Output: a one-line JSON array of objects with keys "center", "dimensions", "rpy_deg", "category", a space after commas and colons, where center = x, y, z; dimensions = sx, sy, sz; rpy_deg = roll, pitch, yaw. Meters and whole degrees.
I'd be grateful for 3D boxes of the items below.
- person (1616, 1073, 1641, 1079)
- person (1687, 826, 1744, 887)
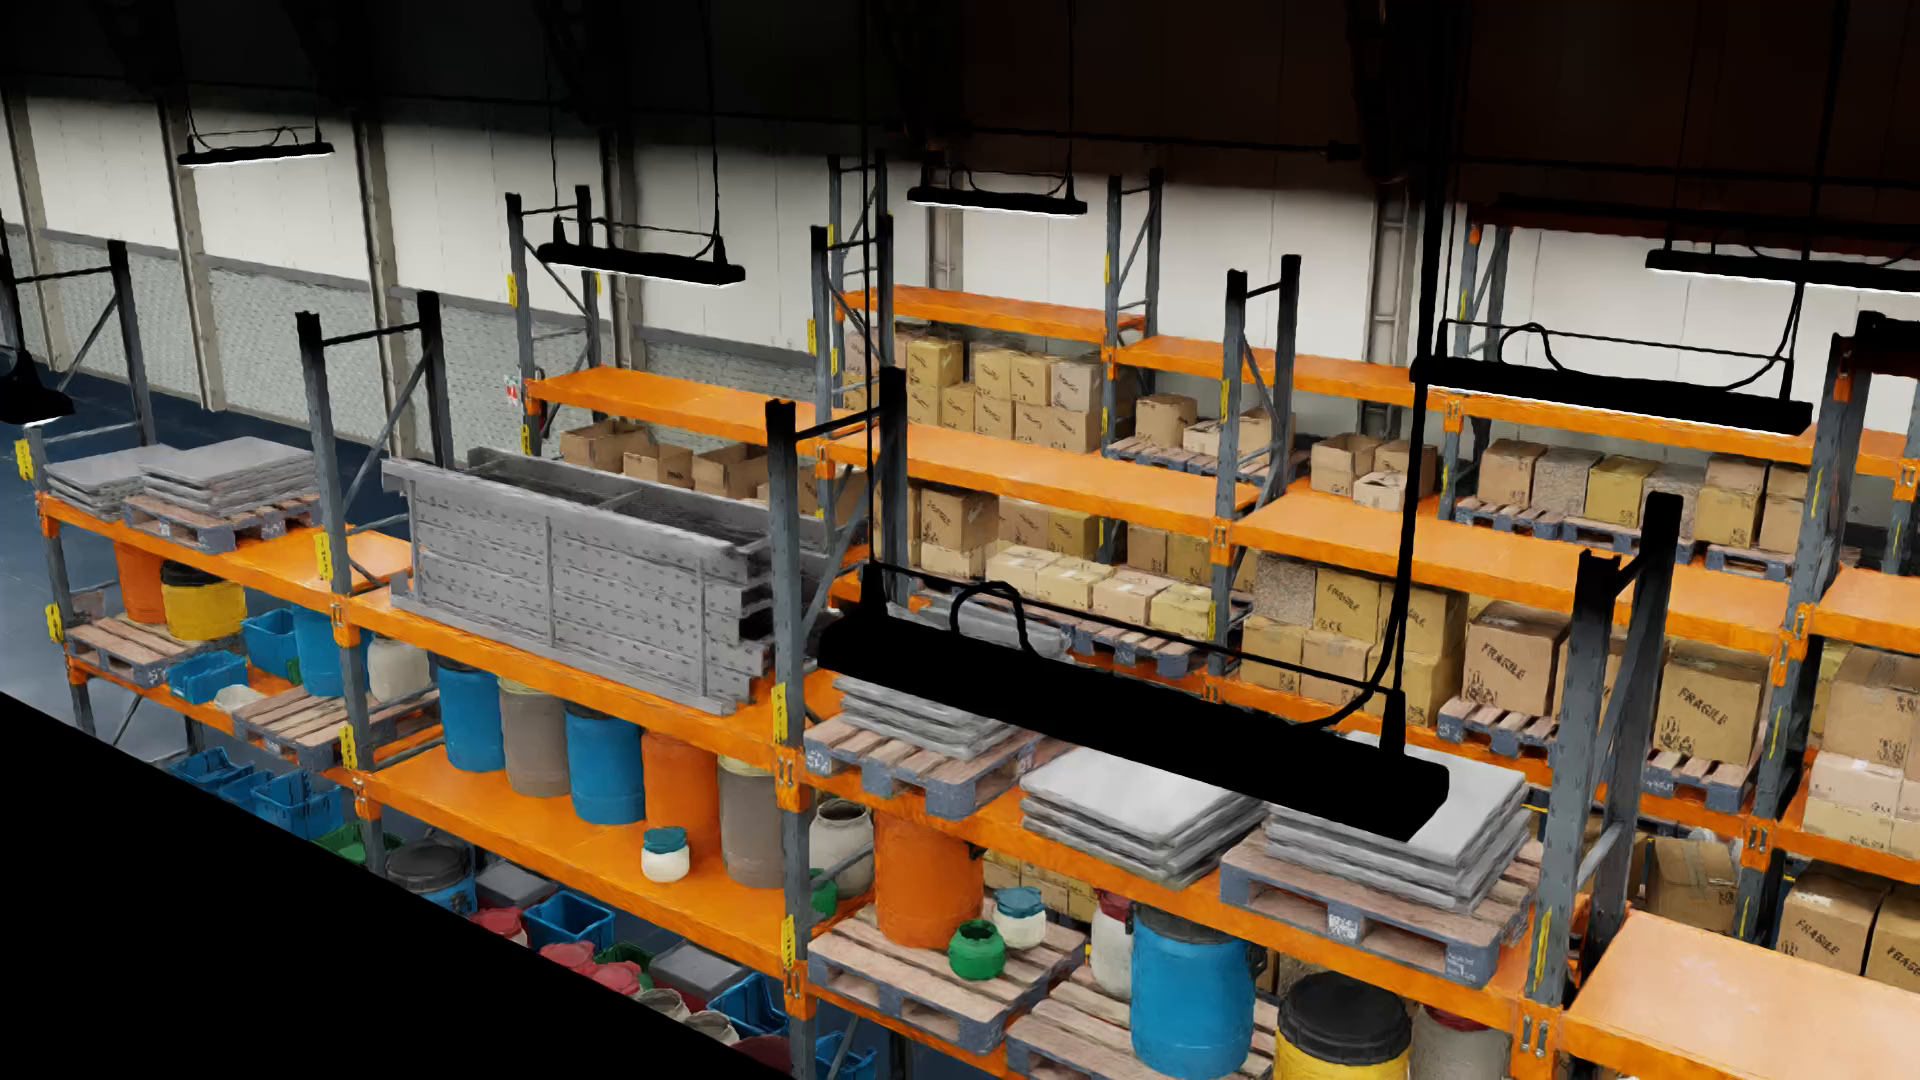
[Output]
[{"center": [4.275, 3.914, 10.689], "dimensions": [1.042, 1.733, 0.573], "rpy_deg": [12, 22, 33], "category": "person"}, {"center": [6.190, 2.903, 13.558], "dimensions": [0.629, 1.794, 0.466], "rpy_deg": [2, 19, 7], "category": "person"}]
